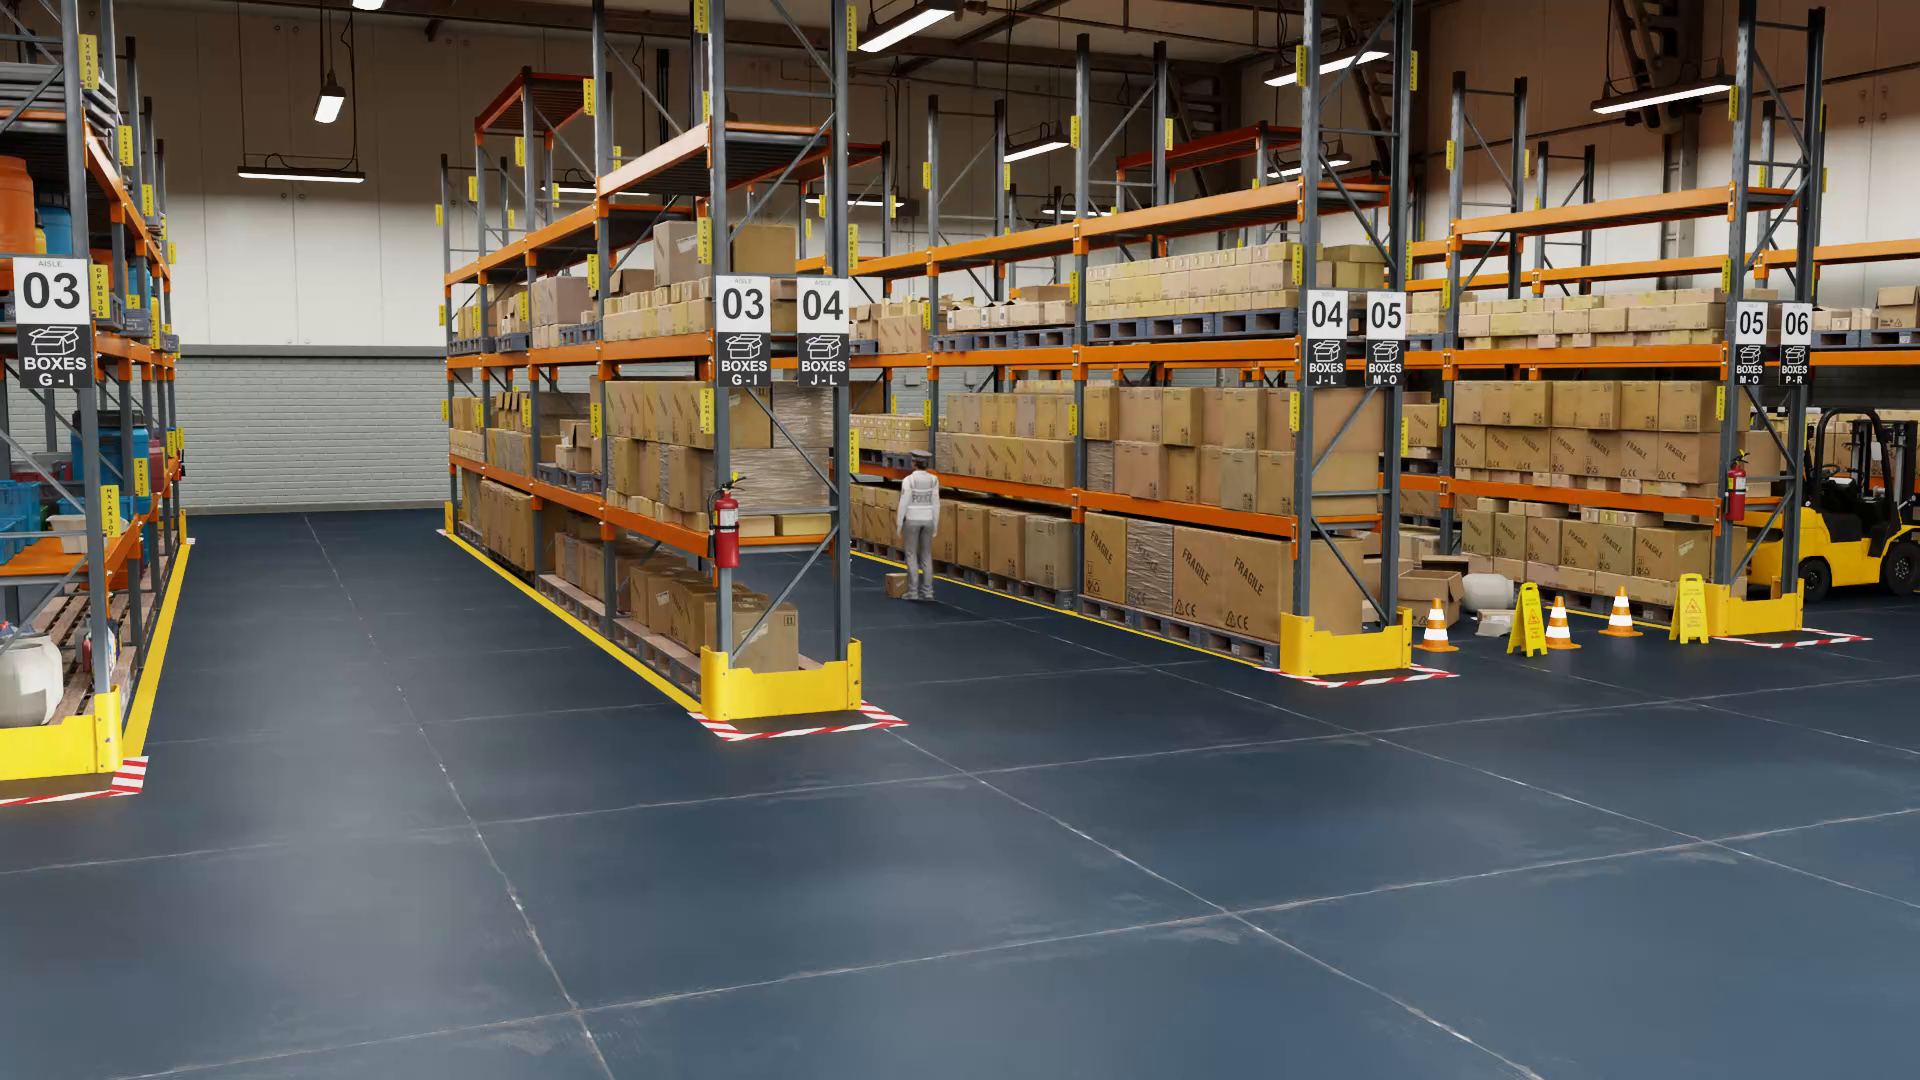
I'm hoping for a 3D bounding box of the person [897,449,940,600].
[{"bbox_3d":[-0.478,-0.162,18.473,0.497,1.705,0.399,-3,6,-28],"label":"person"}]
